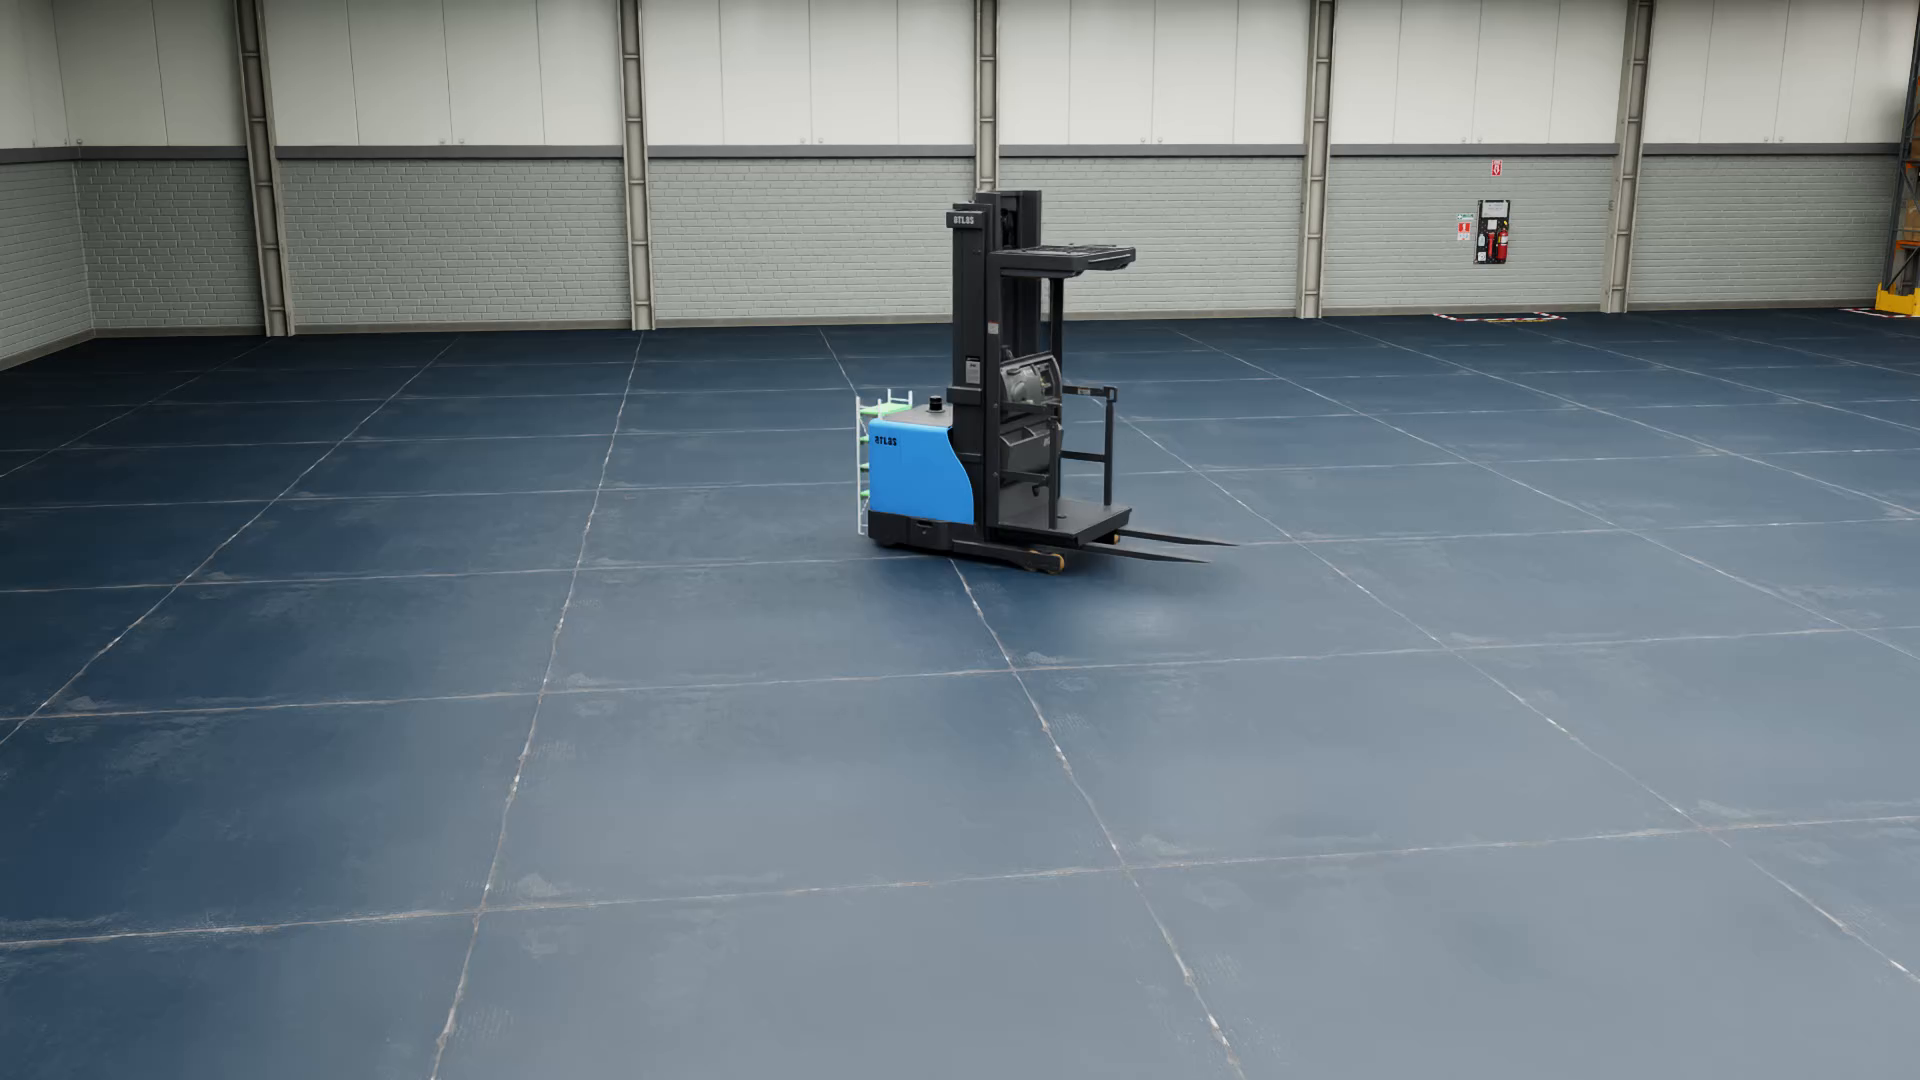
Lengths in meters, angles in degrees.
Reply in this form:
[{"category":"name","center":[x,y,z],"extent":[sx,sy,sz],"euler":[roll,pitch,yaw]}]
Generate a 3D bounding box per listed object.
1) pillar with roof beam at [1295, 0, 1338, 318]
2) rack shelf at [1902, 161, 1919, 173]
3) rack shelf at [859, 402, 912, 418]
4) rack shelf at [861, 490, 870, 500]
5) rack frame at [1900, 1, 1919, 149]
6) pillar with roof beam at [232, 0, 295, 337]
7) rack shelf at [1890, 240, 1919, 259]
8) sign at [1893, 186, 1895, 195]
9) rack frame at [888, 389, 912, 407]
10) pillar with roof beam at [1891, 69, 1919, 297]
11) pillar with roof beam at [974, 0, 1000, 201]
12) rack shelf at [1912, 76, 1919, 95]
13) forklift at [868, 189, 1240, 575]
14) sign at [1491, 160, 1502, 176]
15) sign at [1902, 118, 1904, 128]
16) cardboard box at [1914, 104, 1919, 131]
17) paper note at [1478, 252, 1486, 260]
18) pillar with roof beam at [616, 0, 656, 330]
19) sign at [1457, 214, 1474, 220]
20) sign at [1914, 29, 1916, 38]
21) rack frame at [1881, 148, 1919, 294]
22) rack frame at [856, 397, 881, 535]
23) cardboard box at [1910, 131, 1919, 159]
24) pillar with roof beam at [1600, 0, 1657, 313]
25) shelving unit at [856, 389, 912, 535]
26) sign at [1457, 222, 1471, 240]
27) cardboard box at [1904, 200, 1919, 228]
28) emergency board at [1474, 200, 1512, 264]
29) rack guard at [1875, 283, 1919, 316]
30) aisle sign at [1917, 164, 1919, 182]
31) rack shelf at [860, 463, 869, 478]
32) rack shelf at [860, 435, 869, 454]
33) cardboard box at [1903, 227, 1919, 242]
[{"category":"pillar with roof beam","center":[7.034,-7.420,25.309],"extent":[0.400,9.000,9.100],"euler":[-2,14,-8]},{"category":"rack shelf","center":[19.673,-6.925,30.983],"extent":[4.000,0.370,1.077],"euler":[-2,14,-8]},{"category":"rack shelf","center":[-0.650,-1.076,14.337],"extent":[0.258,0.148,0.480],"euler":[8,16,30]},{"category":"rack shelf","center":[-0.650,-0.378,14.512],"extent":[0.258,0.148,0.480],"euler":[8,16,30]},{"category":"rack frame","center":[17.695,-8.657,30.241],"extent":[0.127,3.000,1.000],"euler":[-2,14,-8]},{"category":"pillar with roof beam","center":[-10.766,-6.768,22.708],"extent":[0.400,9.000,9.100],"euler":[-2,14,-8]},{"category":"rack shelf","center":[19.673,-5.471,31.348],"extent":[4.000,0.370,1.077],"euler":[-2,14,-8]},{"category":"sign","center":[17.632,-6.596,31.327],"extent":[0.005,0.325,0.100],"euler":[-2,14,-8]},{"category":"rack frame","center":[-0.526,-0.724,14.641],"extent":[0.240,1.200,0.015],"euler":[8,16,30]},{"category":"pillar with roof beam","center":[18.900,-7.855,27.043],"extent":[0.400,9.000,9.100],"euler":[-2,14,-8]},{"category":"pillar with roof beam","center":[1.101,-7.202,24.442],"extent":[0.400,9.000,9.100],"euler":[-2,14,-8]},{"category":"rack shelf","center":[19.673,-8.379,30.618],"extent":[4.000,0.370,1.077],"euler":[-2,14,-8]},{"category":"forklift","center":[0.755,-1.296,13.364],"extent":[3.031,2.935,1.130],"euler":[8,16,30]},{"category":"sign","center":[9.853,-6.831,30.527],"extent":[0.199,0.298,0.001],"euler":[-2,14,-8]},{"category":"sign","center":[17.632,-7.766,31.034],"extent":[0.005,0.325,0.100],"euler":[-2,14,-8]},{"category":"cardboard box","center":[18.082,-7.824,30.783],"extent":[0.500,0.500,0.500],"euler":[-1,14,-6]},{"category":"paper note","center":[9.691,-5.266,30.862],"extent":[0.142,0.148,0.016],"euler":[-2,14,-8]},{"category":"pillar with roof beam","center":[-4.833,-6.985,23.575],"extent":[0.400,9.000,9.100],"euler":[-2,14,-8]},{"category":"sign","center":[9.320,-5.960,30.657],"extent":[0.331,0.109,0.001],"euler":[-2,14,-8]},{"category":"sign","center":[17.632,-9.321,30.644],"extent":[0.005,0.325,0.100],"euler":[-2,14,-8]},{"category":"rack frame","center":[17.695,-5.747,30.971],"extent":[0.127,3.000,1.000],"euler":[-2,14,-8]},{"category":"rack frame","center":[-0.775,-0.622,14.234],"extent":[0.240,1.200,0.015],"euler":[8,16,30]},{"category":"cardboard box","center":[18.070,-7.336,30.895],"extent":[0.500,0.500,0.500],"euler":[-1,14,-4]},{"category":"pillar with roof beam","center":[12.967,-7.637,26.176],"extent":[0.400,9.000,9.100],"euler":[-2,14,-8]},{"category":"shelving unit","center":[-0.650,-0.673,14.438],"extent":[0.258,1.200,0.503],"euler":[8,16,30]},{"category":"sign","center":[9.314,-5.705,30.729],"extent":[0.234,0.329,0.001],"euler":[-2,14,-8]},{"category":"cardboard box","center":[18.129,-6.116,31.168],"extent":[0.500,0.500,0.500],"euler":[-2,14,-9]},{"category":"emergency board","center":[9.876,-5.683,30.714],"extent":[0.643,1.169,0.194],"euler":[-2,14,-8]},{"category":"rack guard","center":[17.770,-4.537,31.286],"extent":[0.348,0.500,1.175],"euler":[-2,14,-8]},{"category":"aisle sign","center":[17.669,-6.933,30.357],"extent":[0.004,0.787,0.394],"euler":[-2,14,-8]},{"category":"rack shelf","center":[-0.650,-0.611,14.453],"extent":[0.258,0.148,0.480],"euler":[8,16,30]},{"category":"rack shelf","center":[-0.650,-0.844,14.395],"extent":[0.258,0.148,0.480],"euler":[8,16,30]},{"category":"cardboard box","center":[18.128,-5.748,31.240],"extent":[0.500,0.250,0.500],"euler":[-2,14,-7]}]
